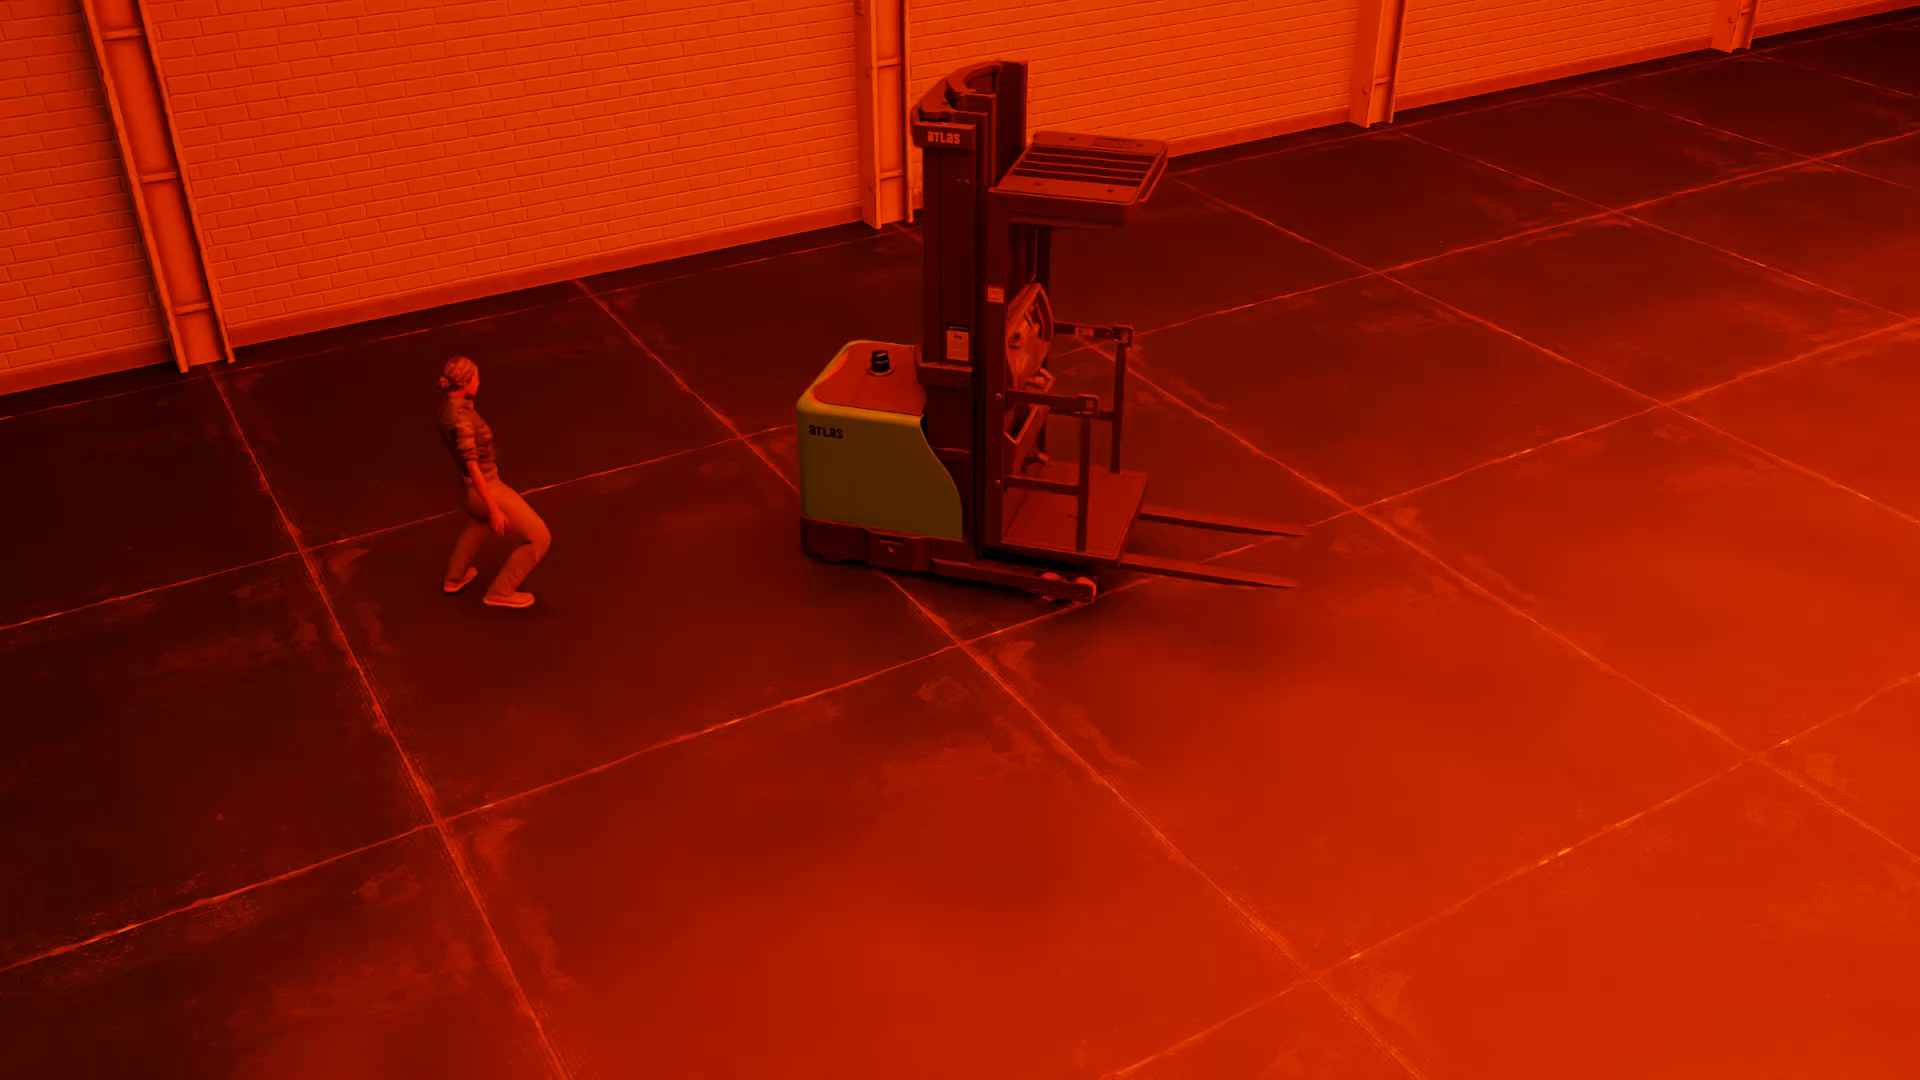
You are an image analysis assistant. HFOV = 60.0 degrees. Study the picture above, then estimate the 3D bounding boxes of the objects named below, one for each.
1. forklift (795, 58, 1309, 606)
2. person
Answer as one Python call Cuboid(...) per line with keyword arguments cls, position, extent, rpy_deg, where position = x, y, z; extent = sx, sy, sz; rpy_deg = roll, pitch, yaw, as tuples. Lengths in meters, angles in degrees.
Cuboid(cls="forklift", position=(0.589, -1.173, 9.606), extent=(3.031, 2.935, 1.130), rpy_deg=(8, 32, 14))
Cuboid(cls="person", position=(-2.746, -0.320, 9.551), extent=(0.581, 1.556, 0.850), rpy_deg=(-15, 34, -23))
